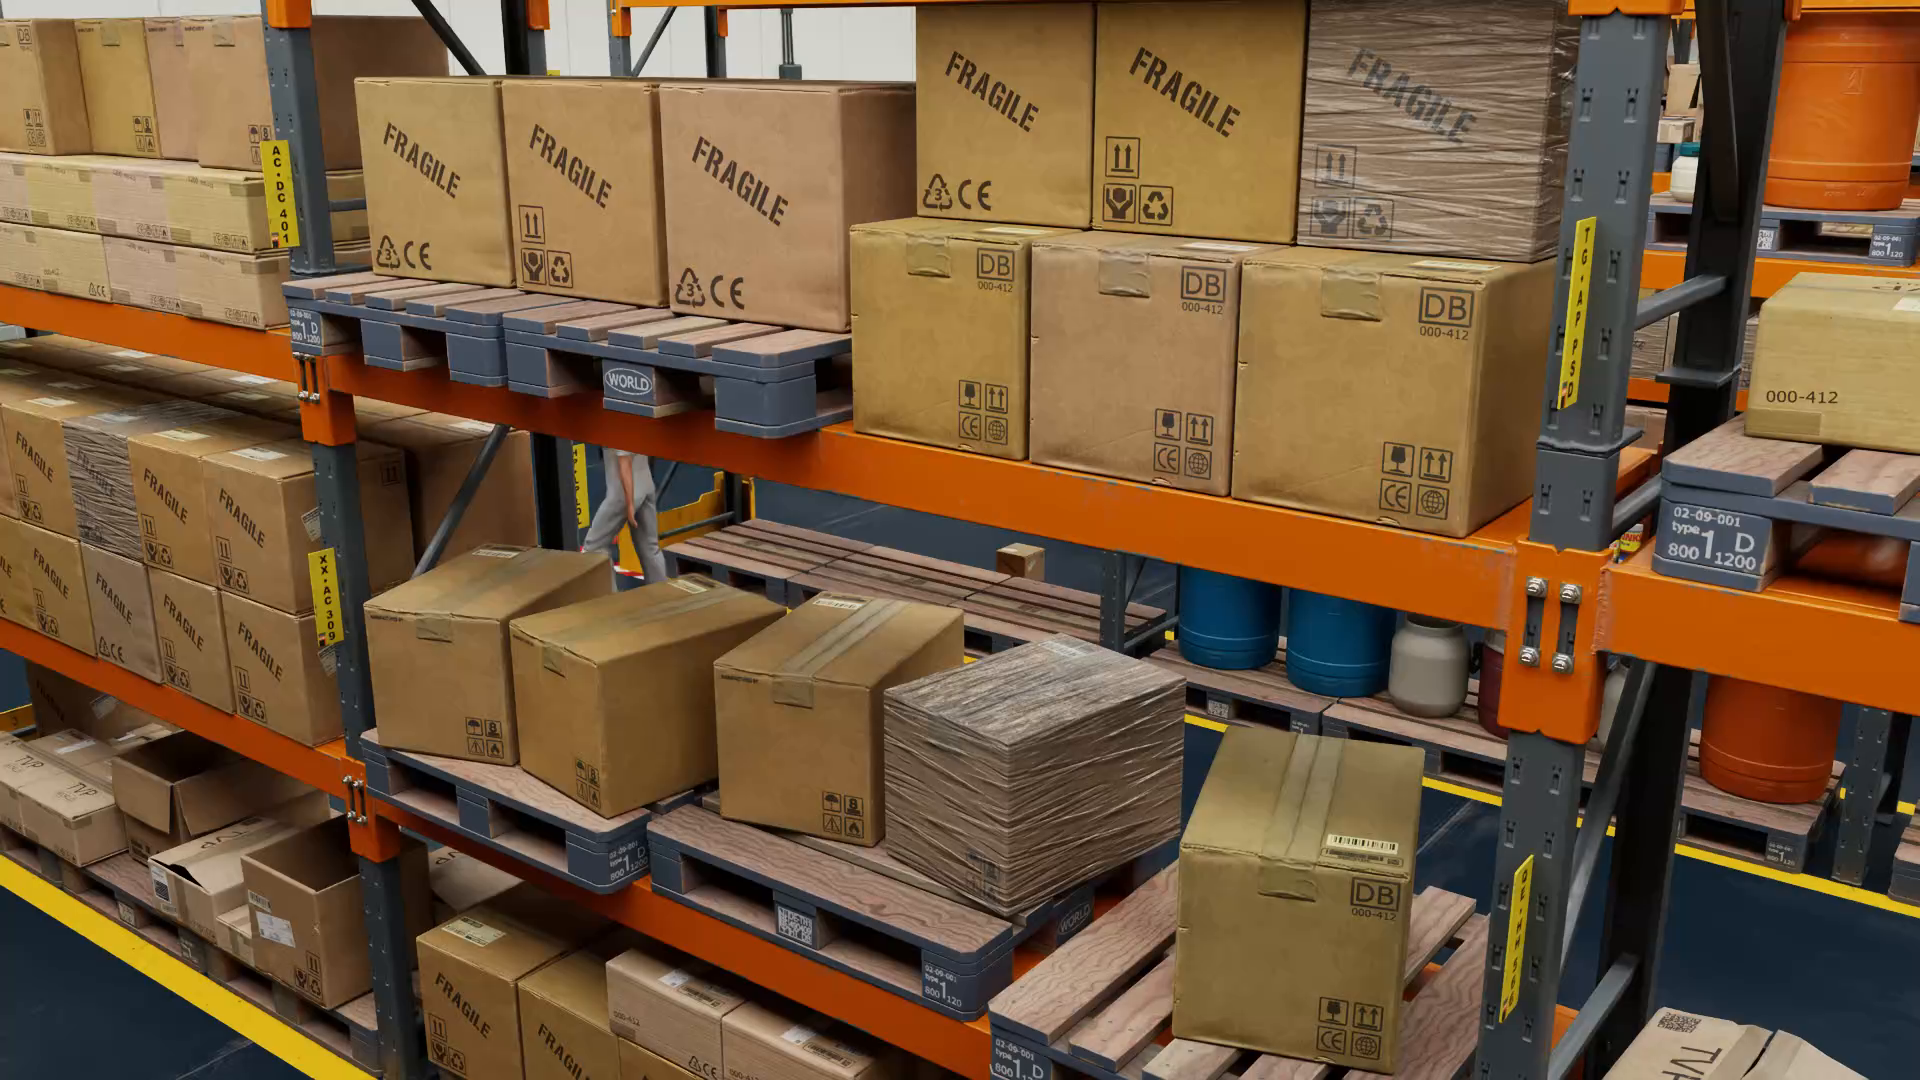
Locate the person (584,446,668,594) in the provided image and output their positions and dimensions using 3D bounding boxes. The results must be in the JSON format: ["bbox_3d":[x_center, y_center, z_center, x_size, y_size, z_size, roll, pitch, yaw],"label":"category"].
[{"bbox_3d":[-2.189,-0.130,10.948,0.622,1.459,0.451,6,18,18],"label":"person"}]
